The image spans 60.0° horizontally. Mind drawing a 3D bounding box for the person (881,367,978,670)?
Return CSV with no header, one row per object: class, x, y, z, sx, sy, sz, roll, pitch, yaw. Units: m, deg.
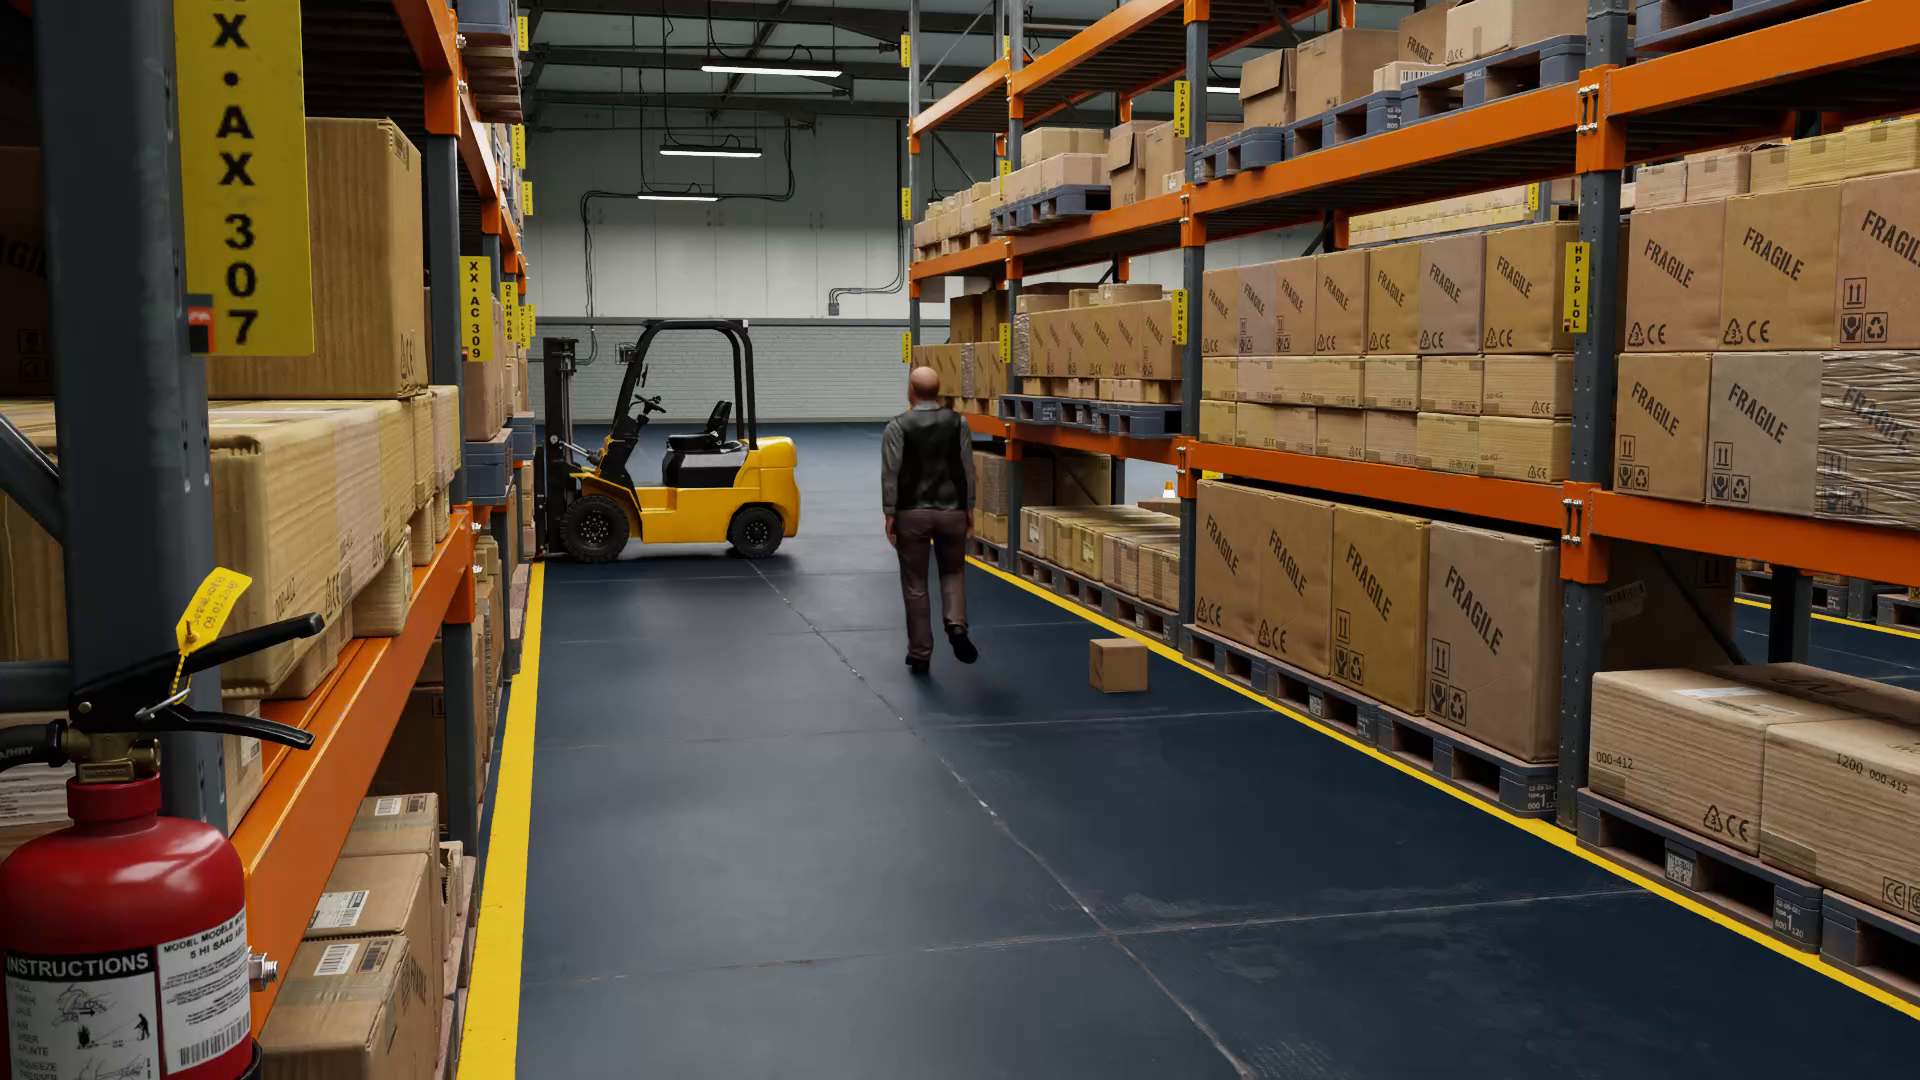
person,-0.168,-0.122,9.460,0.562,1.720,0.488,-2,6,-18
